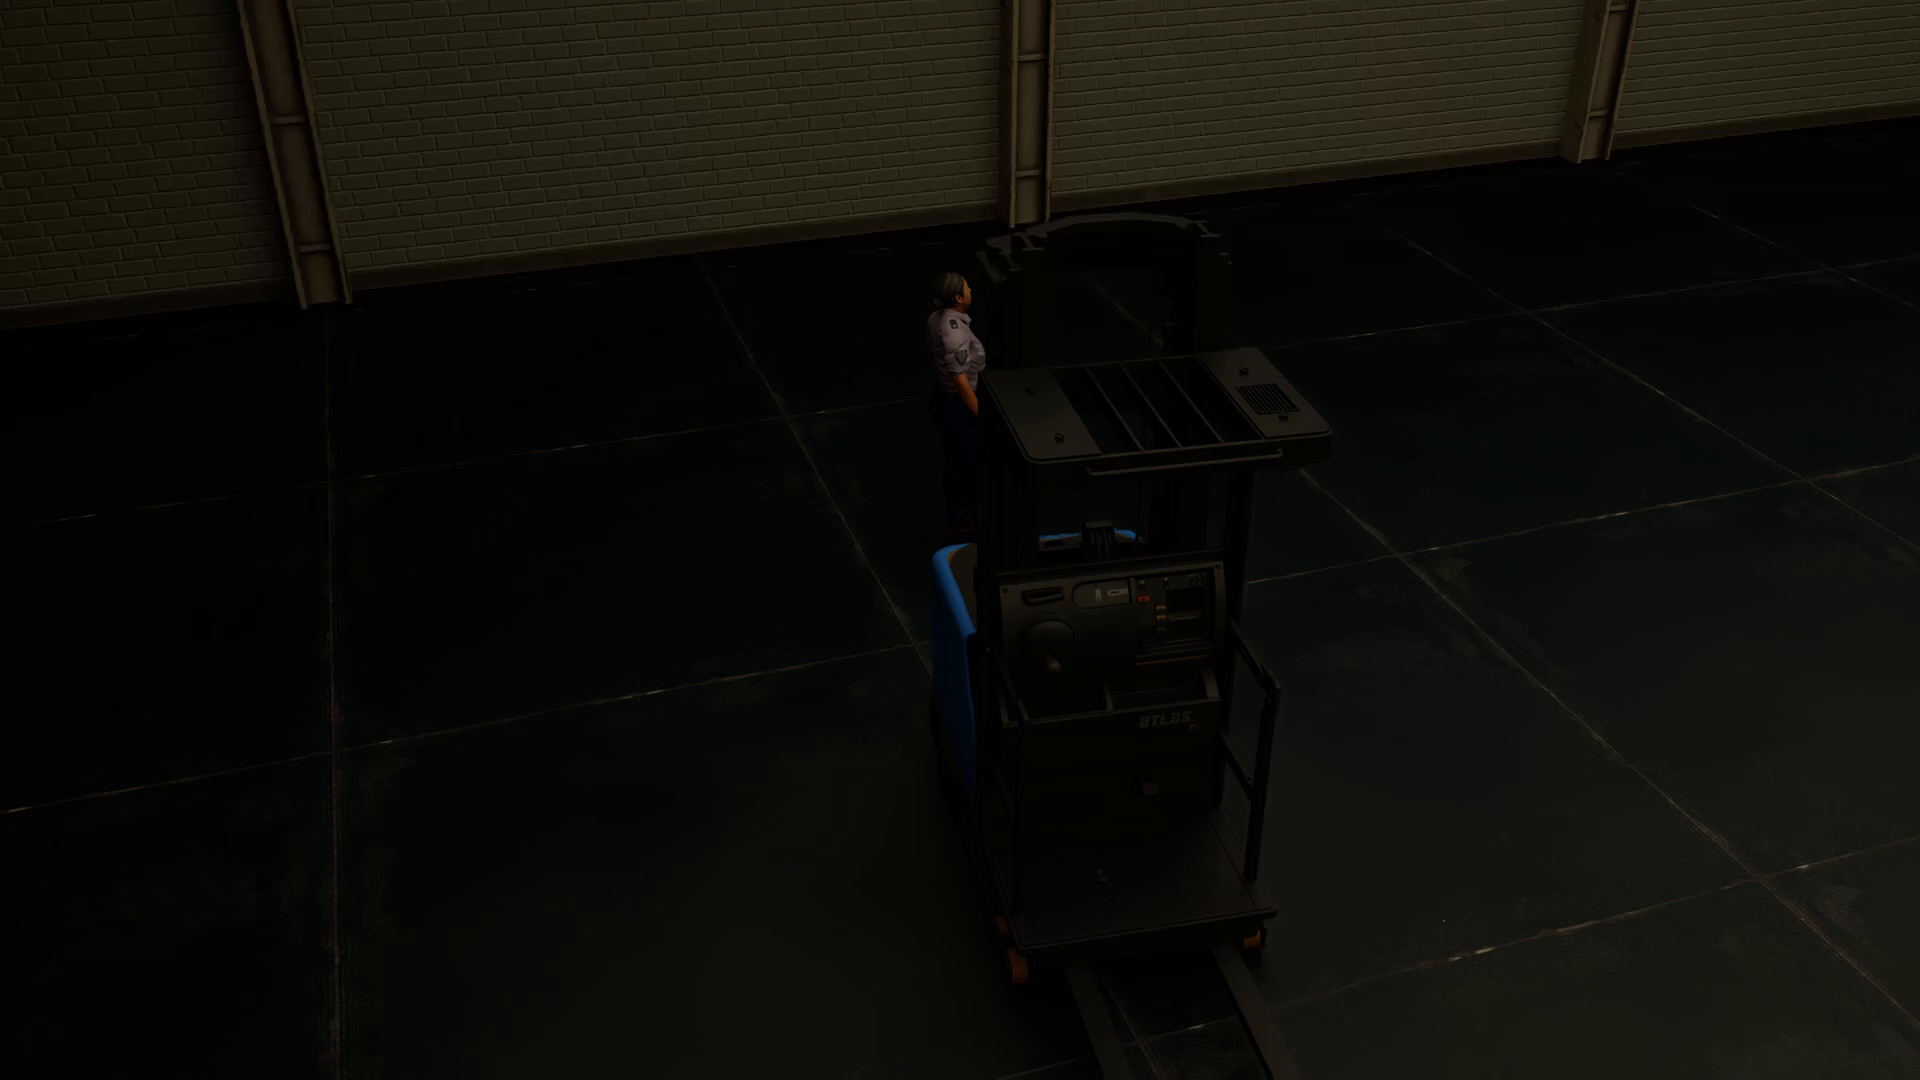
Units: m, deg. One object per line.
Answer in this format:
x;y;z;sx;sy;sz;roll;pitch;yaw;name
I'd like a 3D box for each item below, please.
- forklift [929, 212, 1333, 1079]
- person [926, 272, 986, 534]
0.660;0.358;6.465;1.130;2.935;3.031;-6;30;-10;forklift
0.092;-0.760;9.597;0.503;1.651;0.598;-10;31;-16;person
